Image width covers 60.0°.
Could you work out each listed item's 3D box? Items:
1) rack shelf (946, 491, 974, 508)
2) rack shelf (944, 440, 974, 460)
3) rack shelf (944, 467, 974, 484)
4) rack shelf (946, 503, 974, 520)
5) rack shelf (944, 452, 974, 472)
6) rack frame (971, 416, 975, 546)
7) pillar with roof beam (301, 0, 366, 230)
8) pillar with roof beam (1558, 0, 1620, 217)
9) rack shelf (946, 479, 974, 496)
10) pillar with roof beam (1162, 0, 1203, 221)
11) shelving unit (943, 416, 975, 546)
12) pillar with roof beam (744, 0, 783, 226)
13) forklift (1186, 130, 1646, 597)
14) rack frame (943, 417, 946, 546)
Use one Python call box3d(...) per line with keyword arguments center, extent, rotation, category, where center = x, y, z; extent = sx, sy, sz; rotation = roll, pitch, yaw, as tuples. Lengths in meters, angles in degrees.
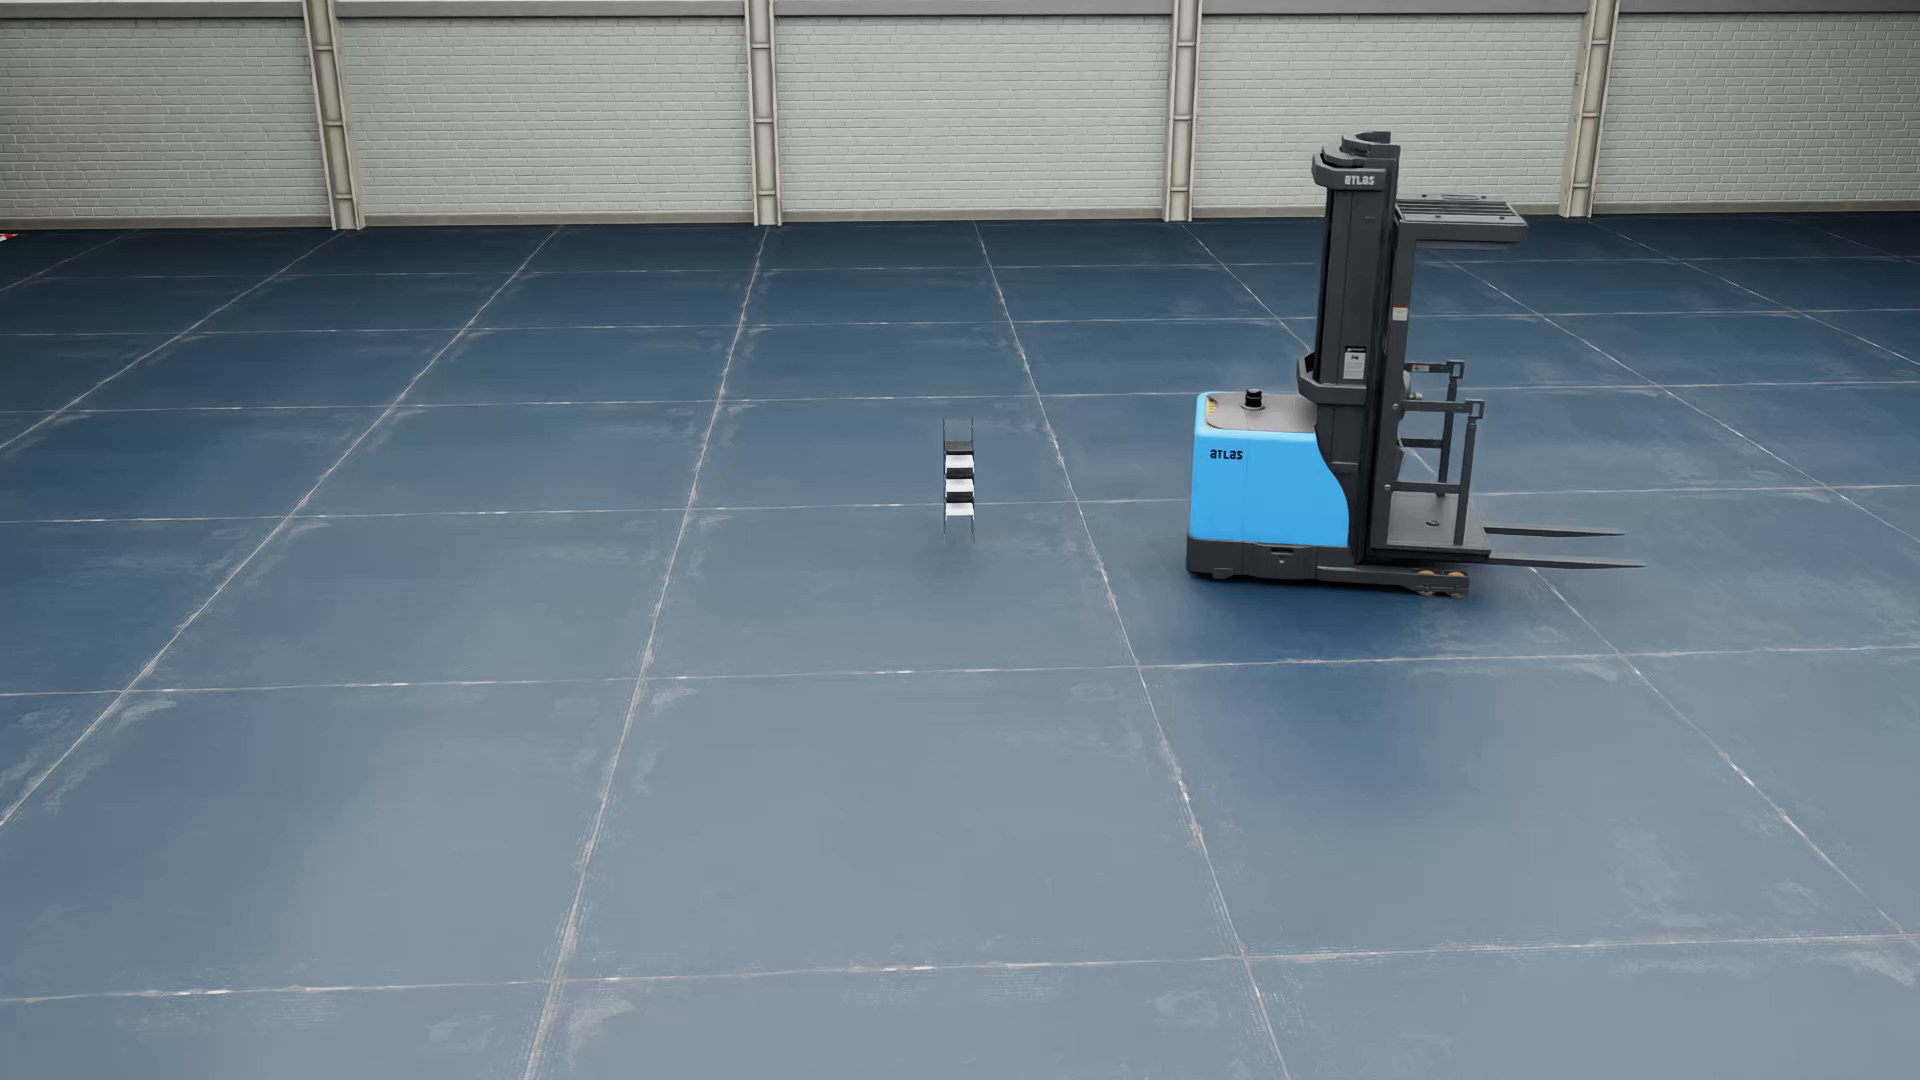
box3d(center=(-0.008, -0.305, 12.004), extent=(0.200, 0.077, 0.258), rotation=(-1, 21, -3), category="rack shelf")
box3d(center=(-0.008, -0.642, 11.876), extent=(0.200, 0.077, 0.258), rotation=(-1, 21, -3), category="rack shelf")
box3d(center=(-0.008, -0.473, 11.940), extent=(0.200, 0.077, 0.258), rotation=(-1, 21, -3), category="rack shelf")
box3d(center=(-0.008, -0.221, 12.036), extent=(0.200, 0.077, 0.258), rotation=(-1, 21, -3), category="rack shelf")
box3d(center=(-0.008, -0.557, 11.908), extent=(0.200, 0.077, 0.258), rotation=(-1, 21, -3), category="rack shelf")
box3d(center=(0.093, -0.422, 11.966), extent=(0.006, 0.900, 0.240), rotation=(-1, 21, -3), category="rack frame")
box3d(center=(-8.537, -7.166, 18.296), extent=(0.400, 9.000, 9.100), rotation=(-1, 21, -3), category="pillar with roof beam")
box3d(center=(9.434, -7.532, 19.256), extent=(0.400, 9.000, 9.100), rotation=(-1, 21, -3), category="pillar with roof beam")
box3d(center=(-0.008, -0.389, 11.972), extent=(0.200, 0.077, 0.258), rotation=(-1, 21, -3), category="rack shelf")
box3d(center=(3.444, -7.410, 18.936), extent=(0.400, 9.000, 9.100), rotation=(-1, 21, -3), category="pillar with roof beam")
box3d(center=(-0.008, -0.420, 11.960), extent=(0.210, 0.900, 0.258), rotation=(-1, 21, -3), category="shelving unit")
box3d(center=(-2.547, -7.288, 18.616), extent=(0.400, 9.000, 9.100), rotation=(-1, 21, -3), category="pillar with roof beam")
box3d(center=(3.114, -1.189, 11.125), extent=(3.031, 2.935, 1.130), rotation=(3, 21, 8), category="forklift")
box3d(center=(-0.110, -0.418, 11.955), extent=(0.006, 0.900, 0.240), rotation=(-1, 21, -3), category="rack frame")
